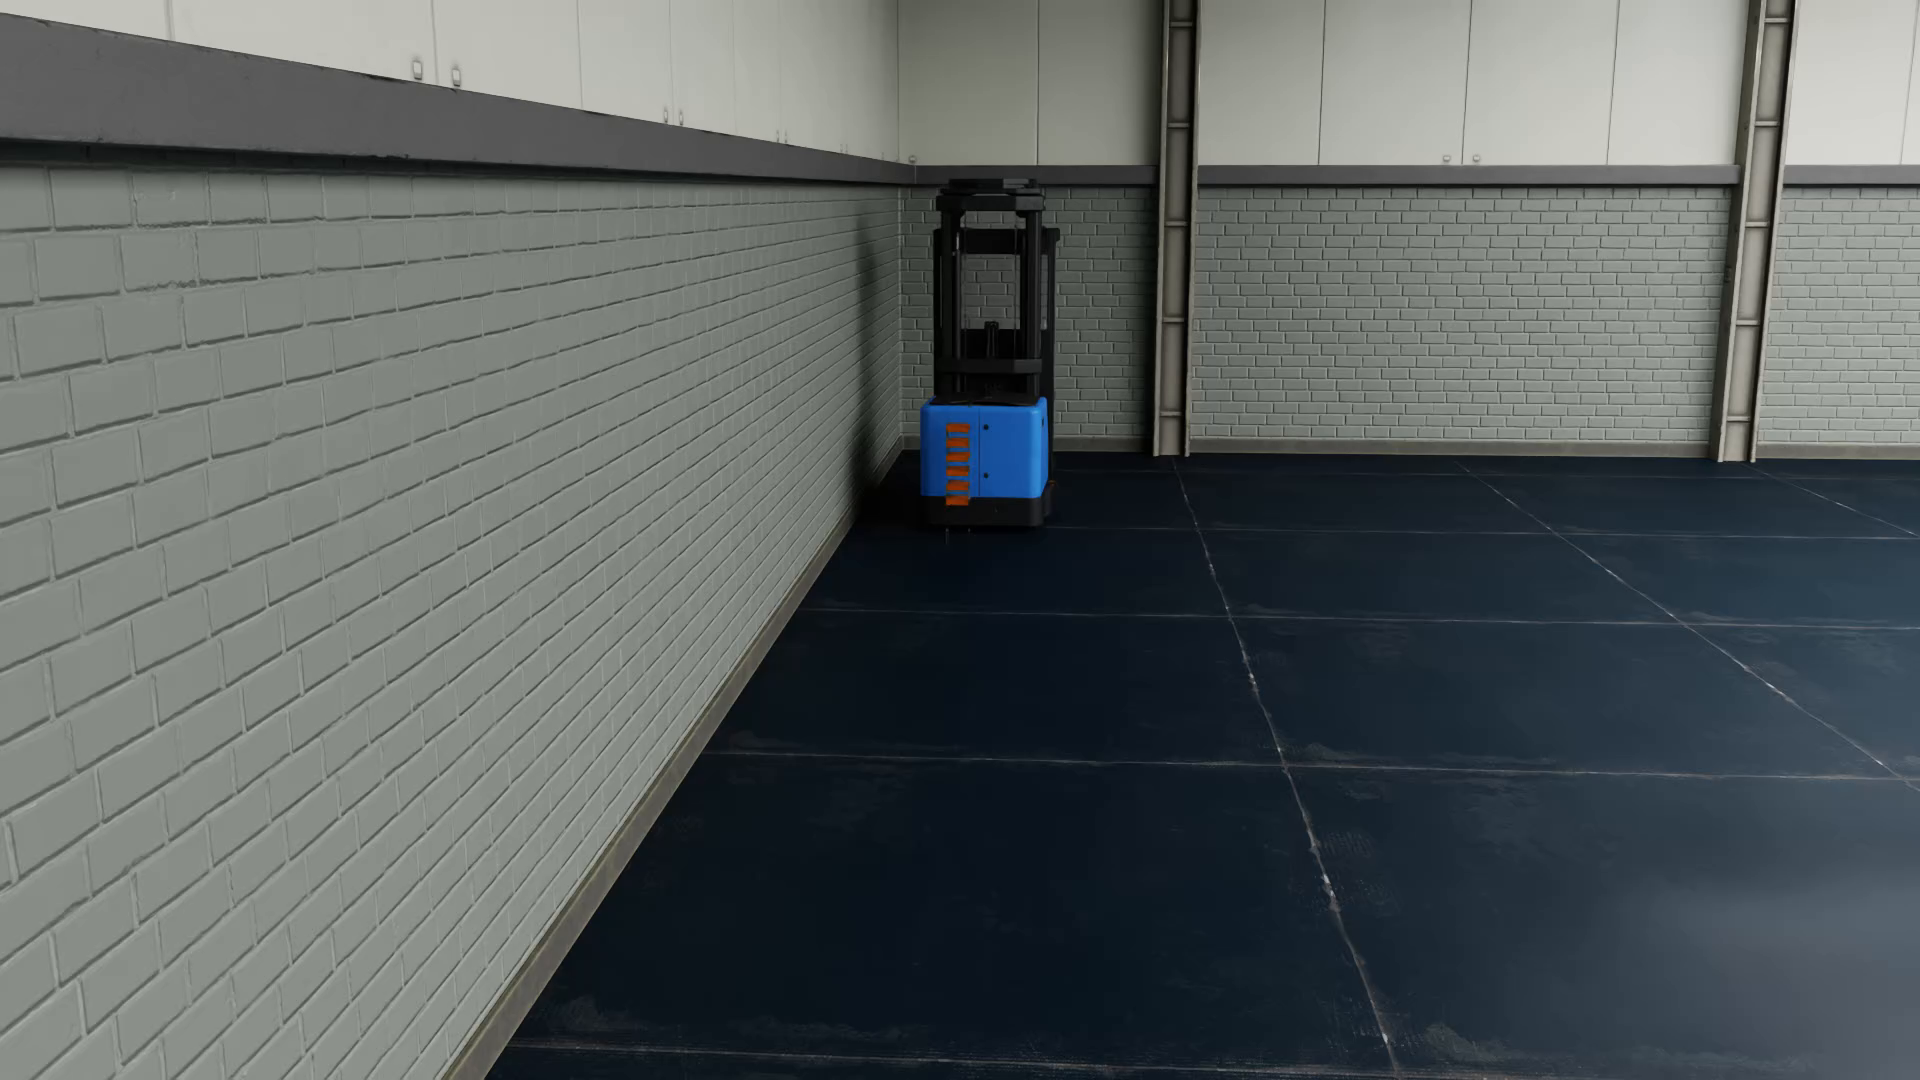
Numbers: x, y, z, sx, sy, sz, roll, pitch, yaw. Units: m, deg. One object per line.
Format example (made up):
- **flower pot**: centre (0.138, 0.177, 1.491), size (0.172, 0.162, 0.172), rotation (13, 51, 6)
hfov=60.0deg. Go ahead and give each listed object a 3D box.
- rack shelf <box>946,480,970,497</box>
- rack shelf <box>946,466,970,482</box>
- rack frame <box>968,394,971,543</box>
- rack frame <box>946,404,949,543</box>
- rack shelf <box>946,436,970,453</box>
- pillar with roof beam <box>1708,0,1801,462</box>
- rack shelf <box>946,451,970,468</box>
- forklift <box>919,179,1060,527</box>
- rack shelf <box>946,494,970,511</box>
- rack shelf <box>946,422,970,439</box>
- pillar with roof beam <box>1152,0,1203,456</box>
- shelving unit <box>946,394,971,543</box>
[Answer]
- **rack shelf**: centre (-0.014, -0.427, 13.680), size (0.180, 0.103, 0.258), rotation (1, 12, 4)
- **rack shelf**: centre (-0.014, -0.544, 13.655), size (0.180, 0.103, 0.258), rotation (1, 12, 4)
- **rack frame**: centre (0.077, -0.586, 13.640), size (0.006, 1.200, 0.240), rotation (1, 12, 4)
- **rack frame**: centre (-0.106, -0.589, 13.652), size (0.006, 1.200, 0.240), rotation (1, 12, 4)
- **rack shelf**: centre (-0.014, -0.779, 13.606), size (0.180, 0.103, 0.258), rotation (1, 12, 4)
- **pillar with roof beam**: centre (8.013, -4.390, 12.776), size (0.400, 9.000, 9.100), rotation (1, 12, 4)
- **rack shelf**: centre (-0.014, -0.661, 13.631), size (0.180, 0.103, 0.258), rotation (1, 12, 4)
- **forklift**: centre (0.334, -1.795, 15.189), size (1.130, 2.935, 3.031), rotation (1, 12, 6)
- **rack shelf**: centre (-0.014, -0.309, 13.704), size (0.180, 0.103, 0.258), rotation (1, 12, 4)
- **rack shelf**: centre (-0.014, -0.896, 13.582), size (0.180, 0.103, 0.258), rotation (1, 12, 4)
- **pillar with roof beam**: centre (2.026, -4.472, 13.169), size (0.400, 9.000, 9.100), rotation (1, 12, 4)
- **shelving unit**: centre (-0.014, -0.587, 13.646), size (0.189, 1.200, 0.258), rotation (1, 12, 4)
